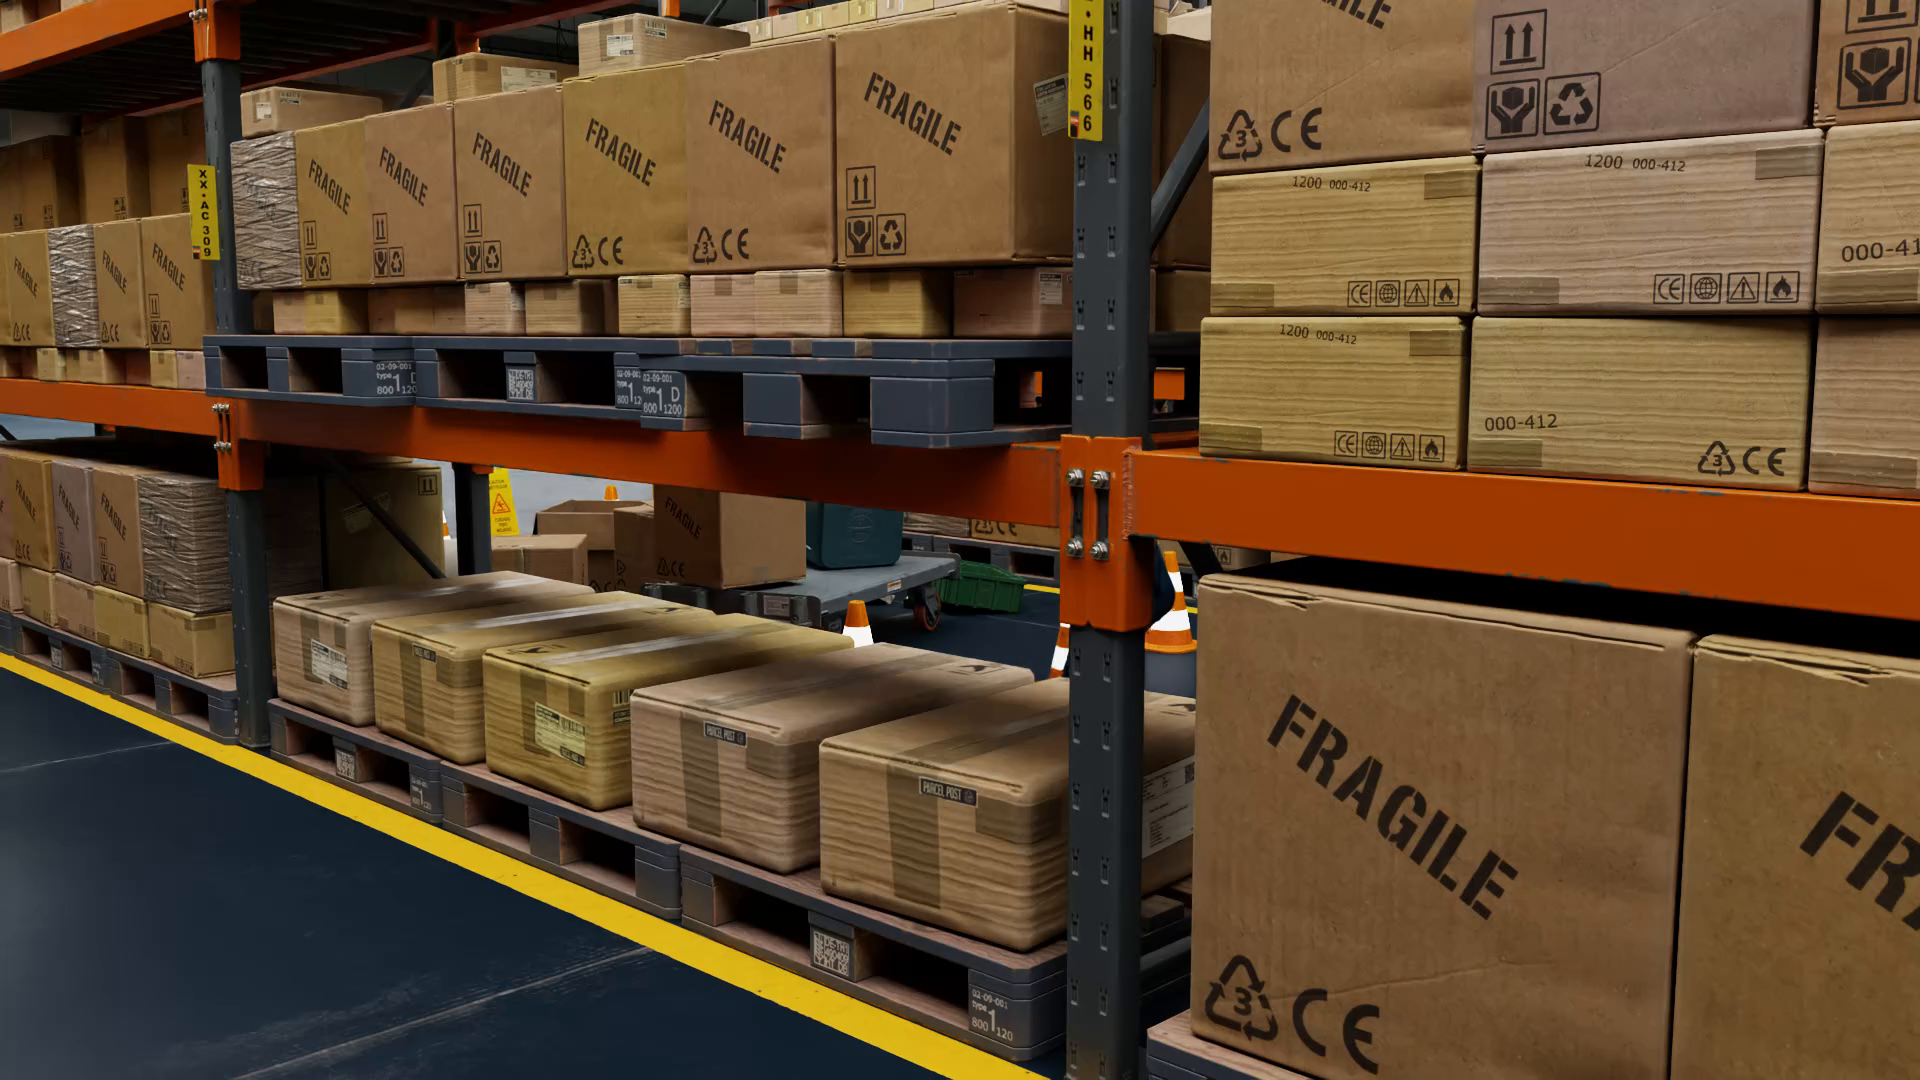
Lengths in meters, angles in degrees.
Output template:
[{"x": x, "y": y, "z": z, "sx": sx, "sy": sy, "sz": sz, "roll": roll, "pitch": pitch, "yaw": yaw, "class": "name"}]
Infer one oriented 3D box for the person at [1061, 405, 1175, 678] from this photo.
[{"x": 0.592, "y": -0.078, "z": 6.307, "sx": 0.443, "sy": 1.586, "sz": 0.501, "roll": 0, "pitch": 7, "yaw": 3, "class": "person"}]
